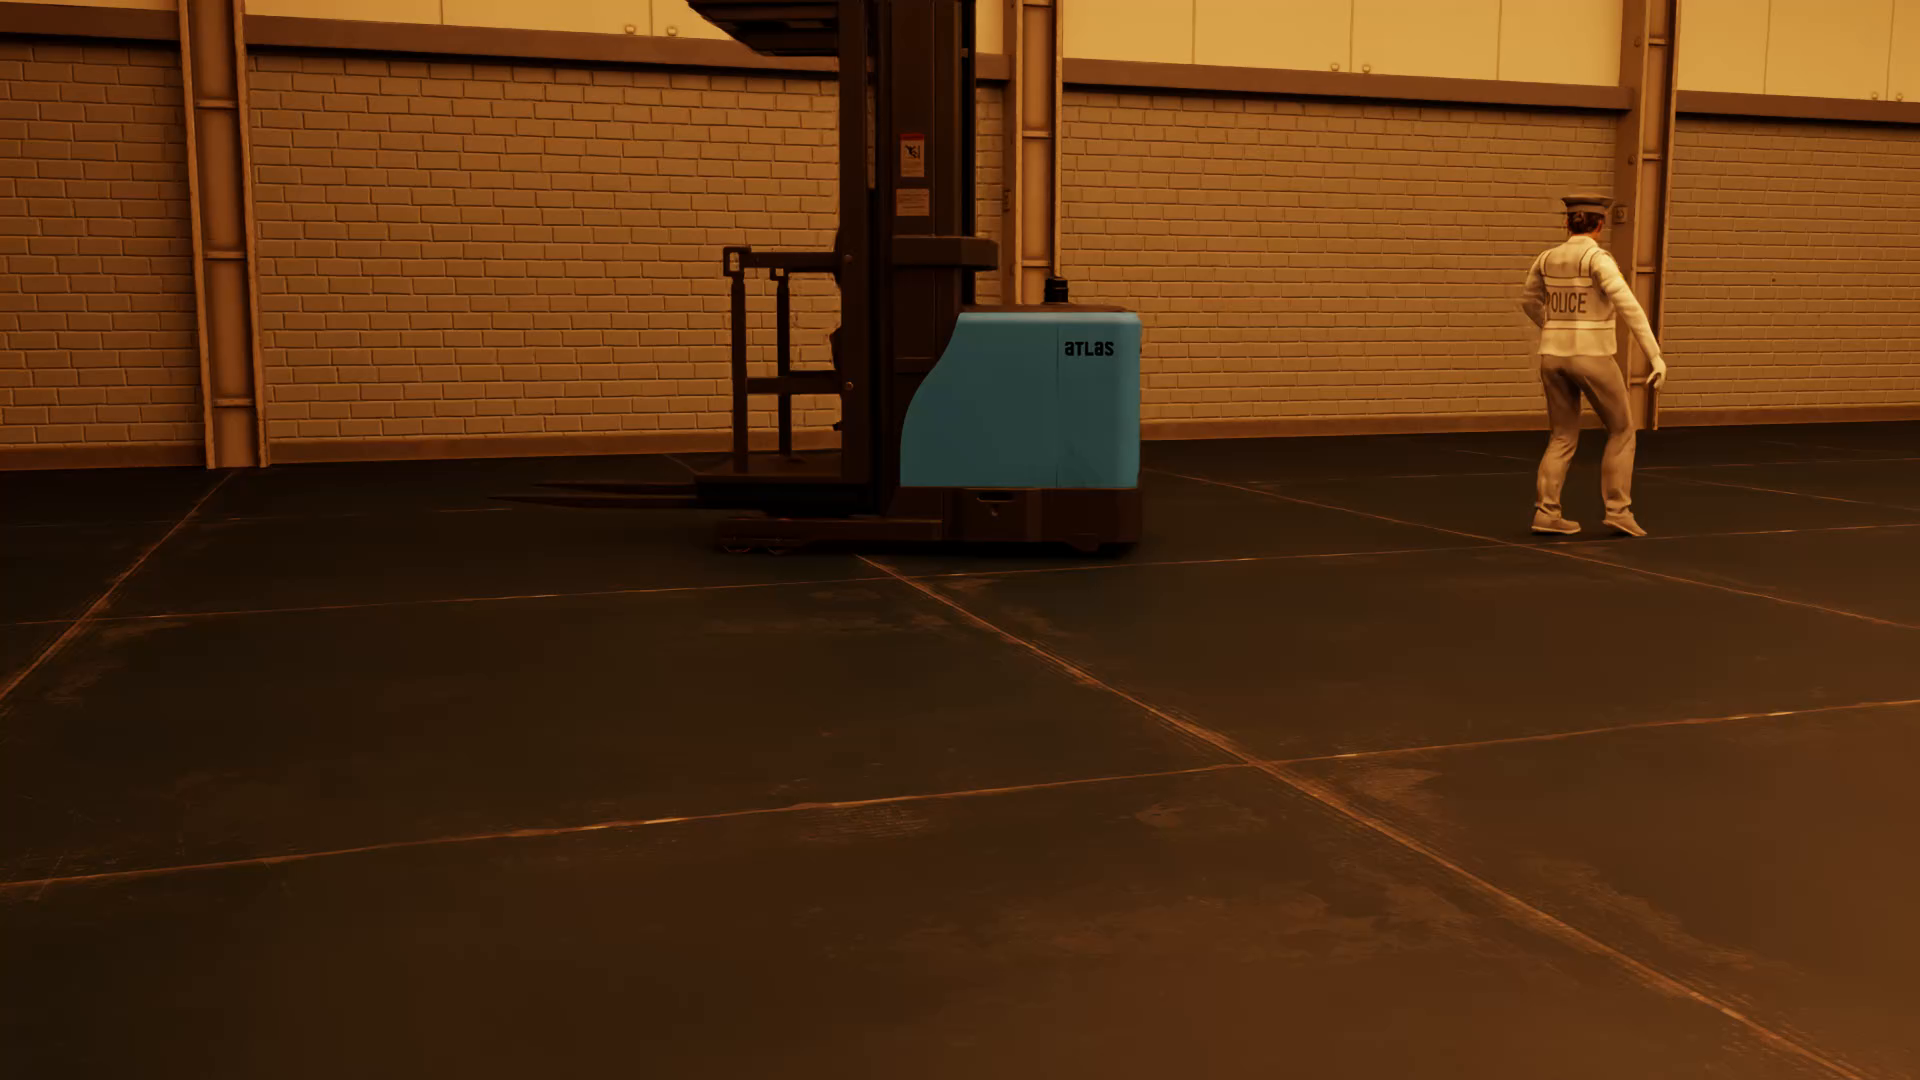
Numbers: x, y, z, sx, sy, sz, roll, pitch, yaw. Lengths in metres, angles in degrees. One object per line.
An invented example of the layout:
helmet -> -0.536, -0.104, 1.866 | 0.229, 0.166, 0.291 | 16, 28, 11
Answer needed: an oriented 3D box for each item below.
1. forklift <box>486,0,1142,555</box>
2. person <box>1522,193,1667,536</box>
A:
forklift -> -0.668, -1.456, 7.752 | 3.031, 2.935, 1.130 | 1, 8, 5
person -> 3.076, -0.819, 8.068 | 0.540, 1.696, 0.900 | -4, 9, -27
